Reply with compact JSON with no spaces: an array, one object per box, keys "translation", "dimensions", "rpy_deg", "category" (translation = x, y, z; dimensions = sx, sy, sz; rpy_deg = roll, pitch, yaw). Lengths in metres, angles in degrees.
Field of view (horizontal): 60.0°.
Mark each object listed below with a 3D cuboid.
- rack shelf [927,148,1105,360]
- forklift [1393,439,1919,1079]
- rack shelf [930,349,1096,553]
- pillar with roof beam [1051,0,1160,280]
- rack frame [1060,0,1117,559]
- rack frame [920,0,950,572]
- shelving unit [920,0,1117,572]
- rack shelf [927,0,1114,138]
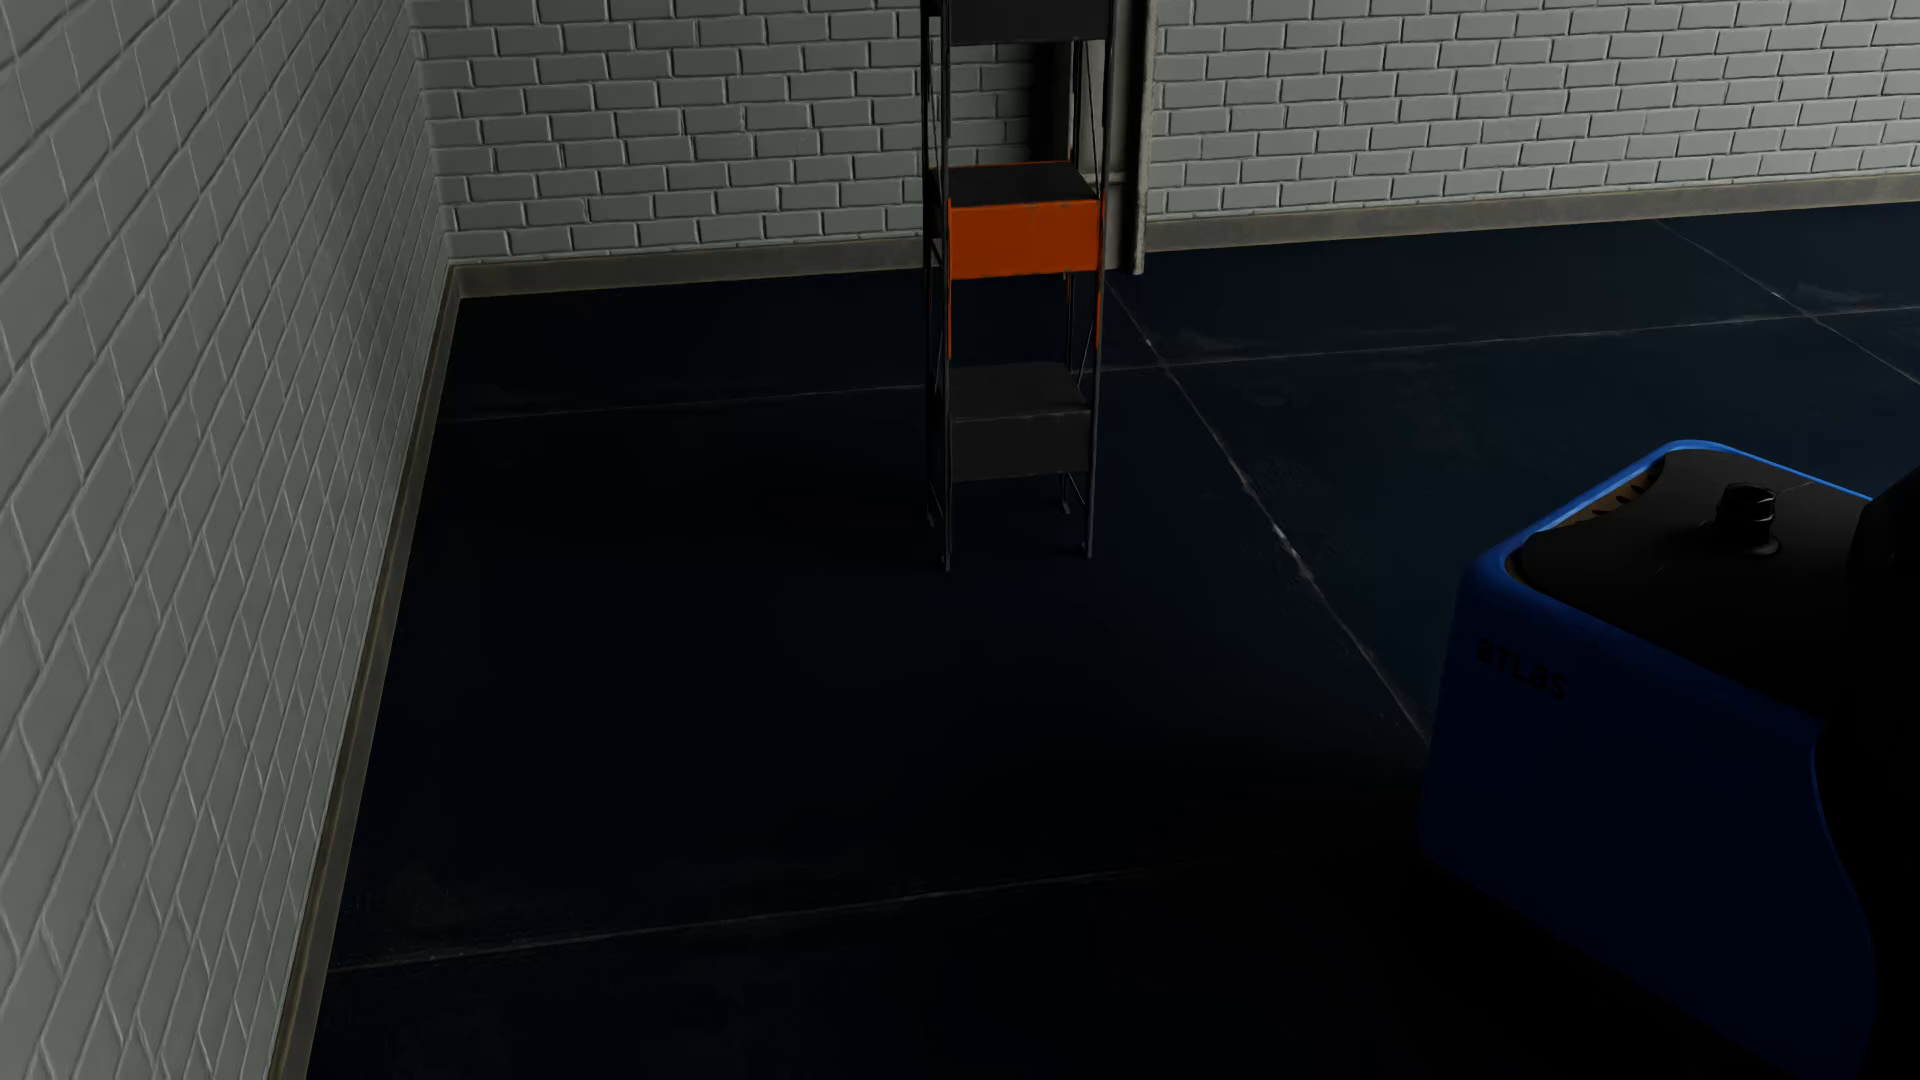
[{"translation":[0.163,-0.908,5.250],"dimensions":[0.480,0.518,0.431],"rpy_deg":[-5,31,-9],"category":"rack shelf"},{"translation":[2.409,0.113,2.666],"dimensions":[1.130,2.935,3.031],"rpy_deg":[-24,38,-35],"category":"forklift"},{"translation":[0.163,-0.305,5.605],"dimensions":[0.480,0.518,0.431],"rpy_deg":[-5,31,-9],"category":"rack shelf"},{"translation":[1.425,-3.055,2.068],"dimensions":[0.400,9.000,9.100],"rpy_deg":[-5,31,-9],"category":"pillar with roof beam"},{"translation":[0.403,-0.943,5.281],"dimensions":[0.015,2.100,0.400],"rpy_deg":[-5,31,-9],"category":"rack frame"},{"translation":[-0.077,-0.898,5.206],"dimensions":[0.015,2.100,0.400],"rpy_deg":[-5,31,-9],"category":"rack frame"},{"translation":[0.163,-0.920,5.243],"dimensions":[0.503,2.100,0.431],"rpy_deg":[-5,31,-9],"category":"shelving unit"},{"translation":[0.163,-1.512,4.896],"dimensions":[0.480,0.518,0.431],"rpy_deg":[-5,31,-9],"category":"rack shelf"}]
